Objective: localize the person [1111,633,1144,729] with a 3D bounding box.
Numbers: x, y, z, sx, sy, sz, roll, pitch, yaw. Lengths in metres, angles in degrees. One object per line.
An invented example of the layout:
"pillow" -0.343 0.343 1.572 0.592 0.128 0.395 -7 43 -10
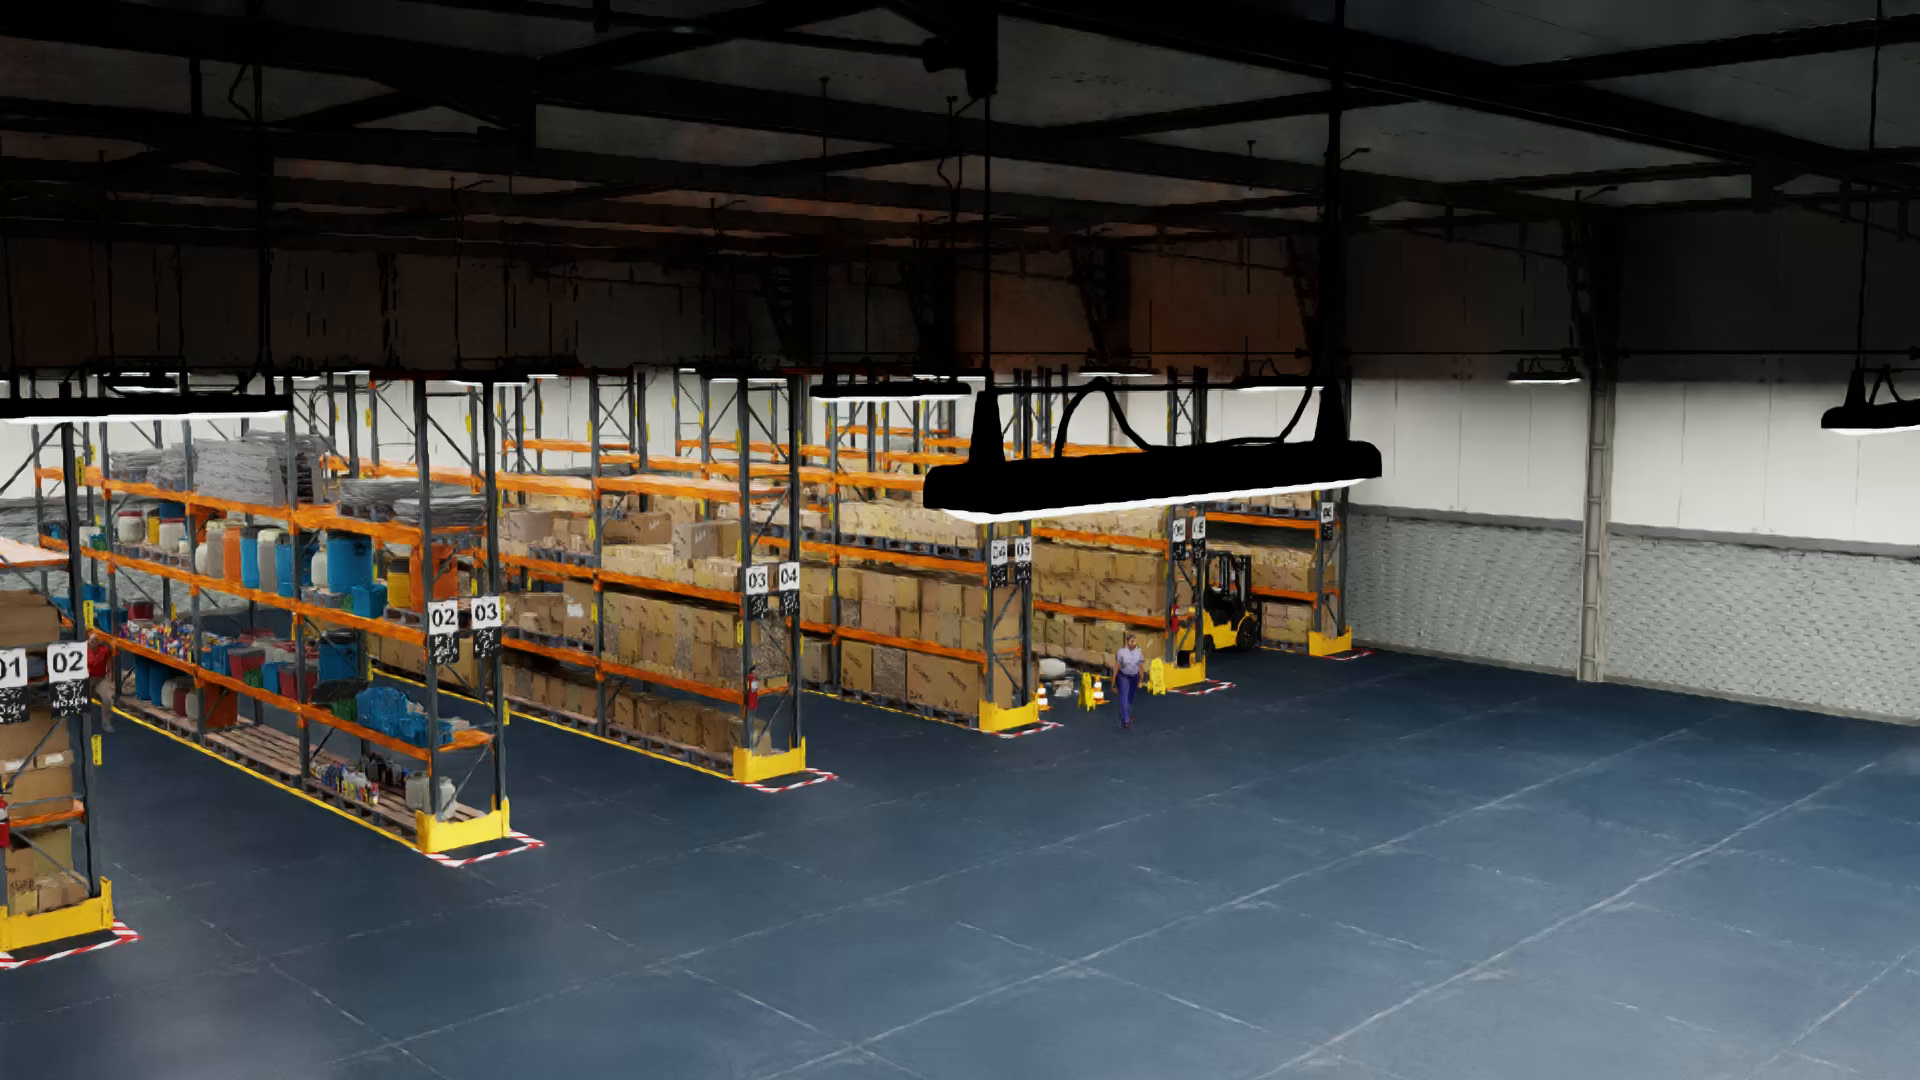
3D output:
"person" 2.864 2.361 28.202 0.522 1.594 0.939 -2 7 -20

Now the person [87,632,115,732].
"person" -14.518 2.365 27.892 0.686 1.664 0.867 -5 8 -39
